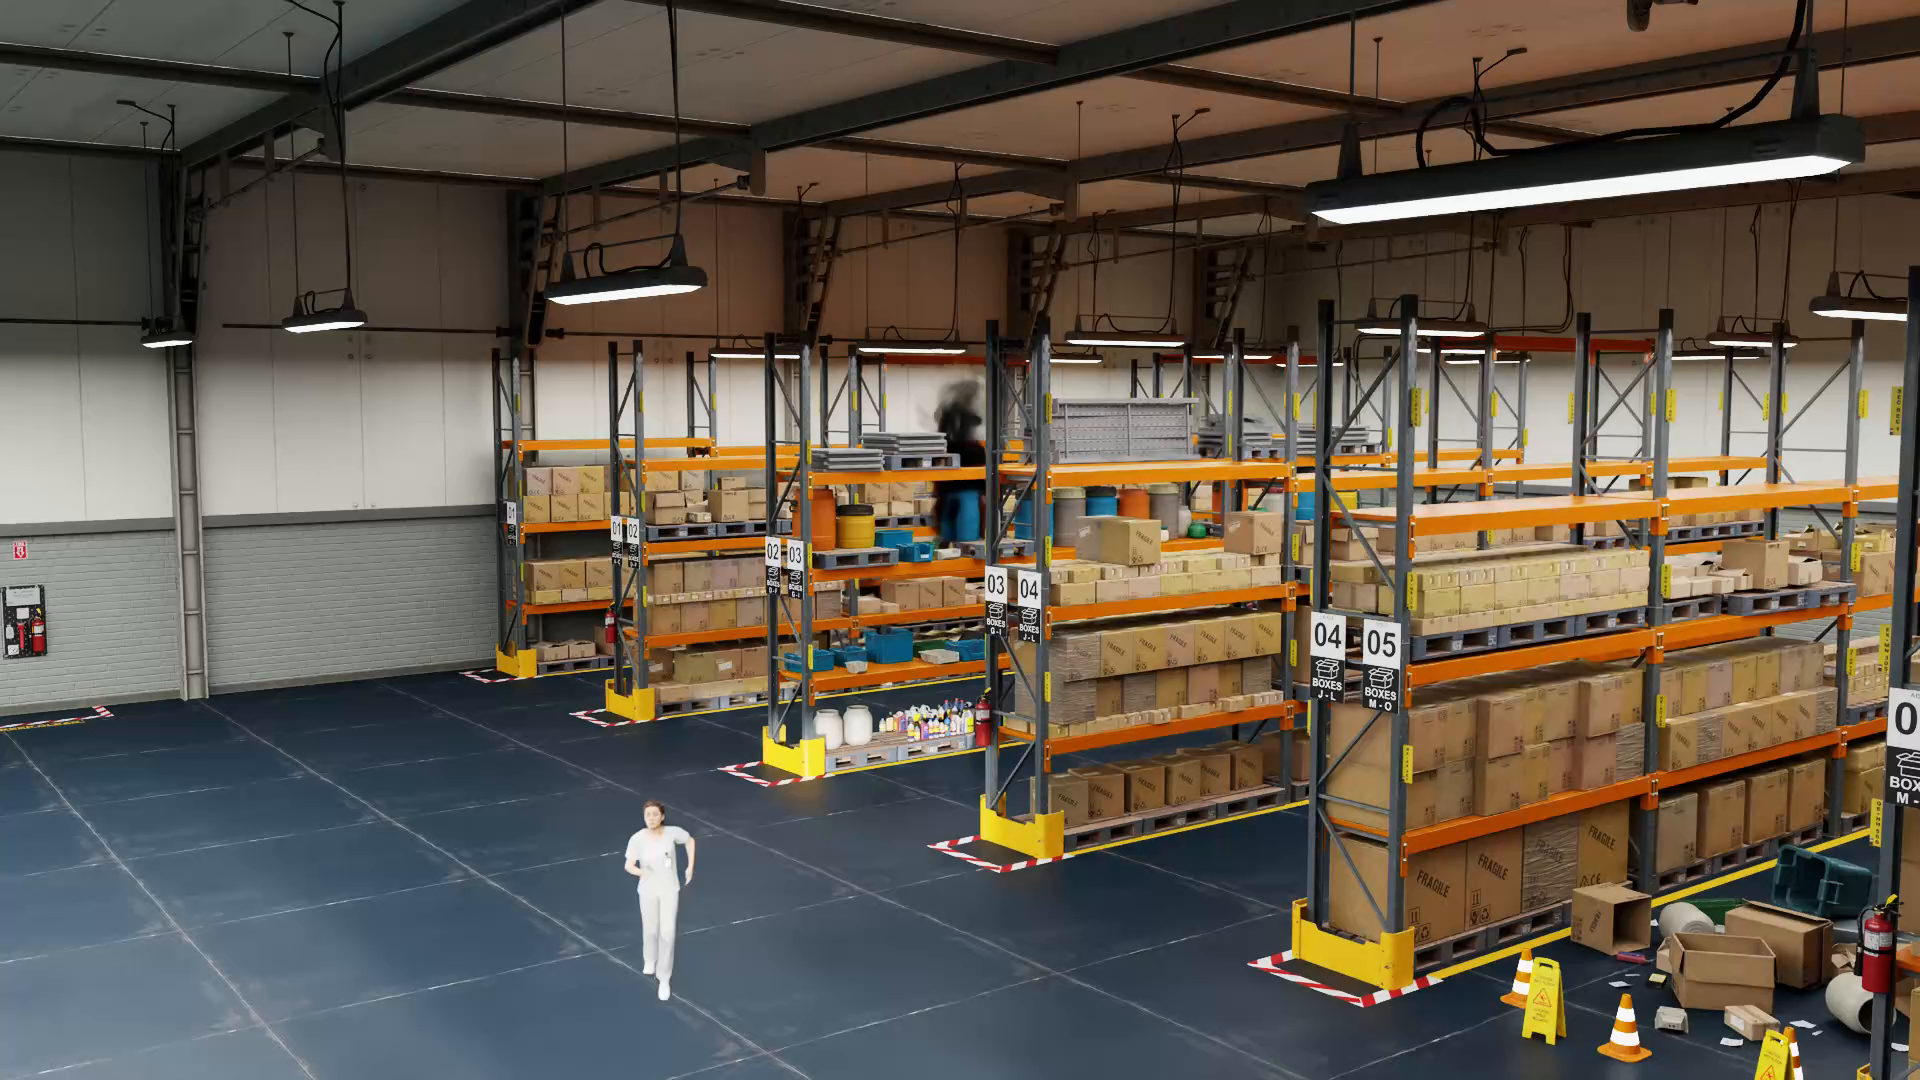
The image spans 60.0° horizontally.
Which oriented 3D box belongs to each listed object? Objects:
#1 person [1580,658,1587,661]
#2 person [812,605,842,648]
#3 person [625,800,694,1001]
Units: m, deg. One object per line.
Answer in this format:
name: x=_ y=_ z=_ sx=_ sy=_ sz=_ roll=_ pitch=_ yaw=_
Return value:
person: x=8.173 y=2.370 z=22.196 sx=0.586 sy=1.666 sz=0.633 roll=5 pitch=7 yaw=44
person: x=-2.499 y=1.550 z=31.314 sx=0.753 sy=1.730 sz=0.713 roll=-4 pitch=6 yaw=-39
person: x=-2.596 y=3.081 z=14.411 sx=0.572 sy=1.677 sz=0.876 roll=0 pitch=5 yaw=-5
